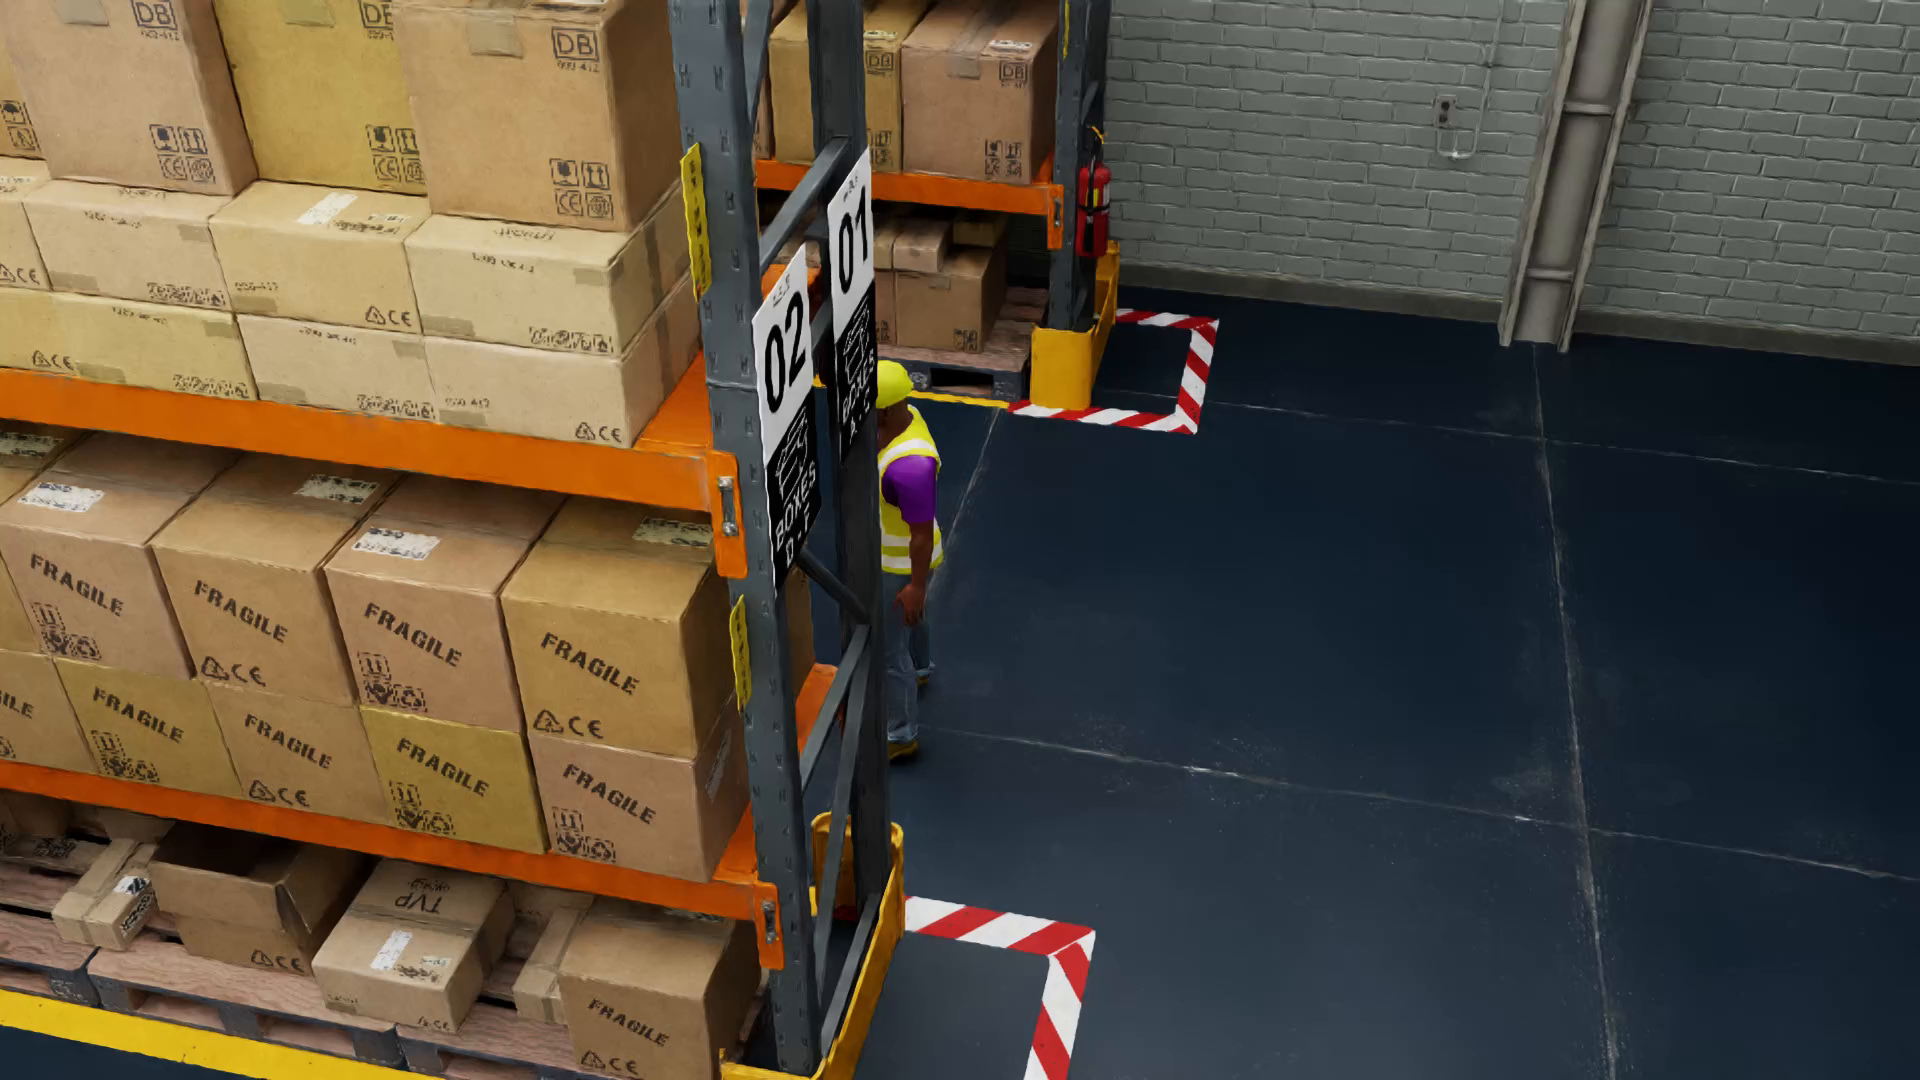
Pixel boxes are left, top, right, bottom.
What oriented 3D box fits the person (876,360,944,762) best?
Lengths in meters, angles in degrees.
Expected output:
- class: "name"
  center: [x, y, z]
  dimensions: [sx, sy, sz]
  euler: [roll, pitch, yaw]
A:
- class: "person"
  center: [-0.308, 0.054, 6.835]
  dimensions: [0.488, 1.767, 0.671]
  euler: [-9, 37, -12]
